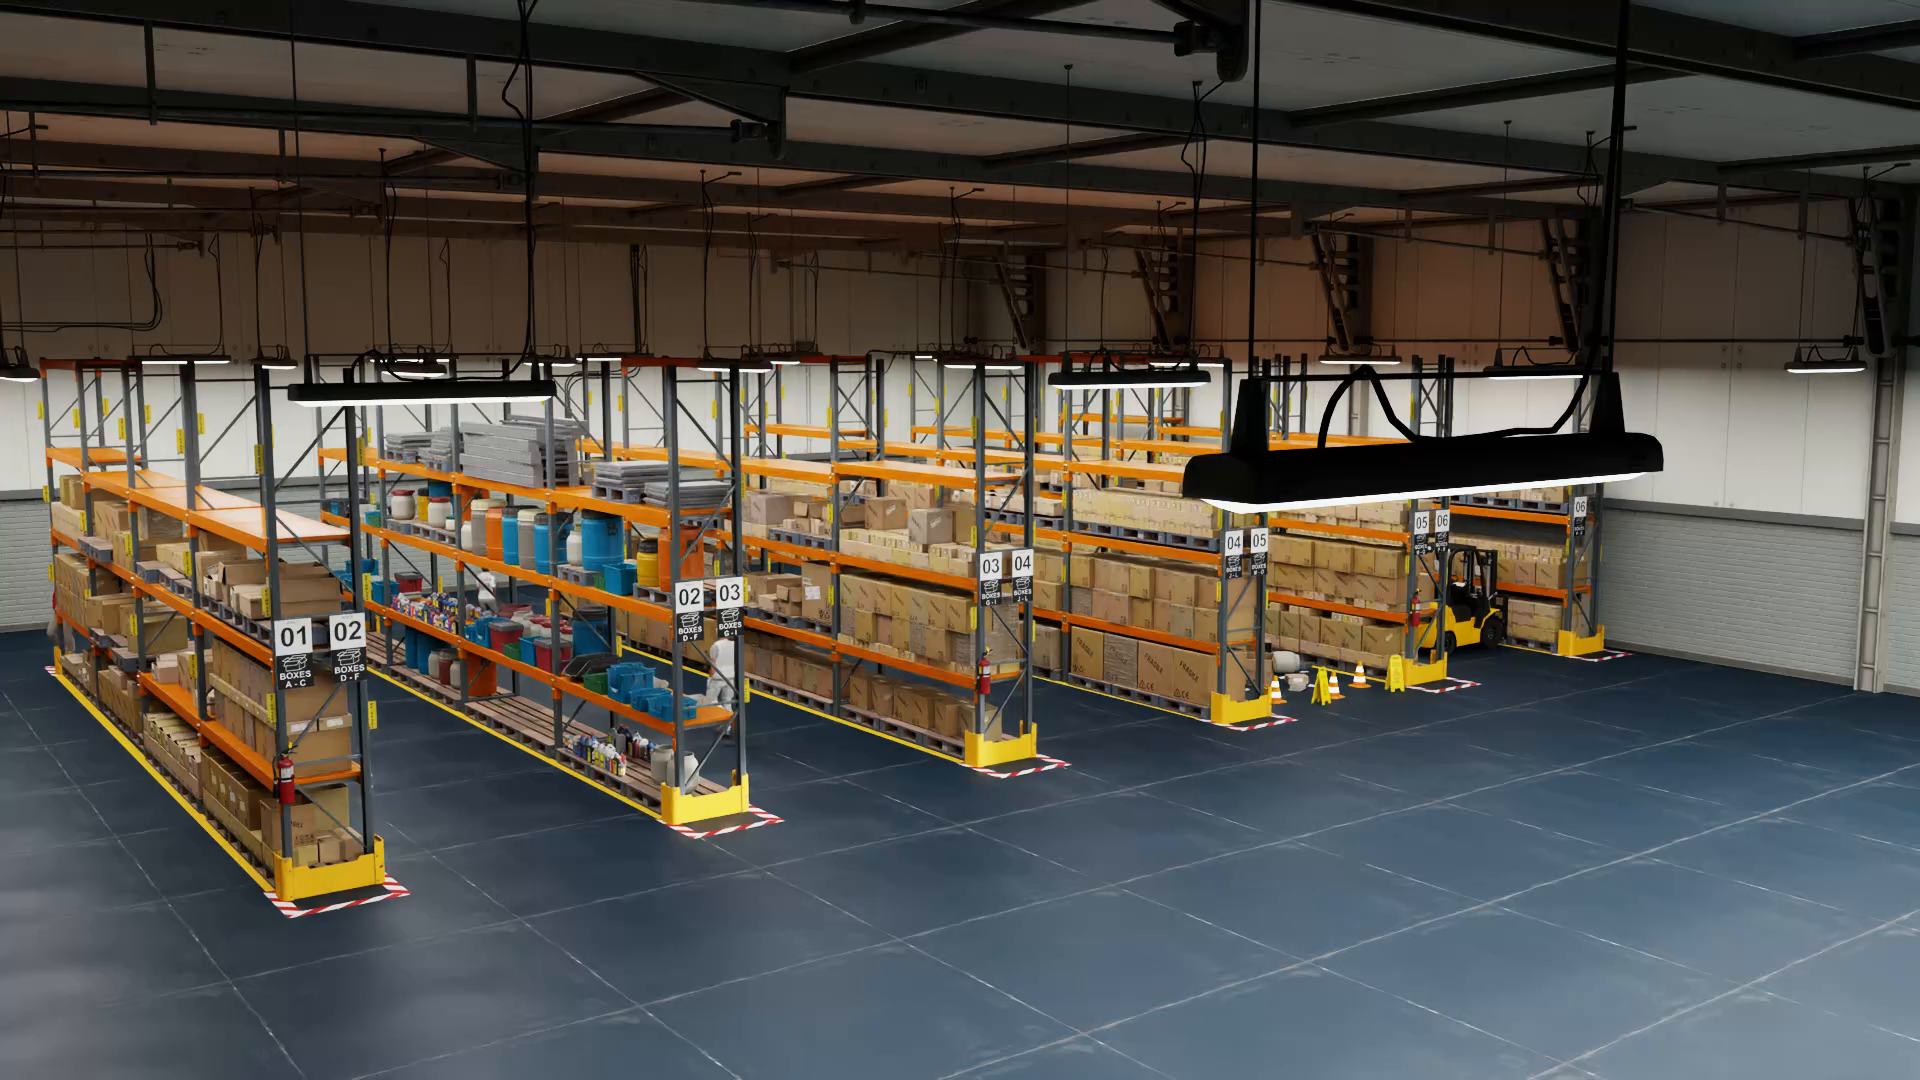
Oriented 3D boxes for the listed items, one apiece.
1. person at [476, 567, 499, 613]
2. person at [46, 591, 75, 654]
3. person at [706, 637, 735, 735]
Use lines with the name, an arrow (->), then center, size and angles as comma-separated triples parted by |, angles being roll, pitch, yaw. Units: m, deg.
person -> -9.997, 1.289, 35.131 | 0.491, 1.673, 0.459 | 2, 7, 13
person -> -17.774, 1.555, 32.924 | 0.567, 1.787, 0.472 | 2, 7, 13
person -> -3.783, 2.238, 26.683 | 0.588, 1.783, 0.511 | -5, 8, -36
